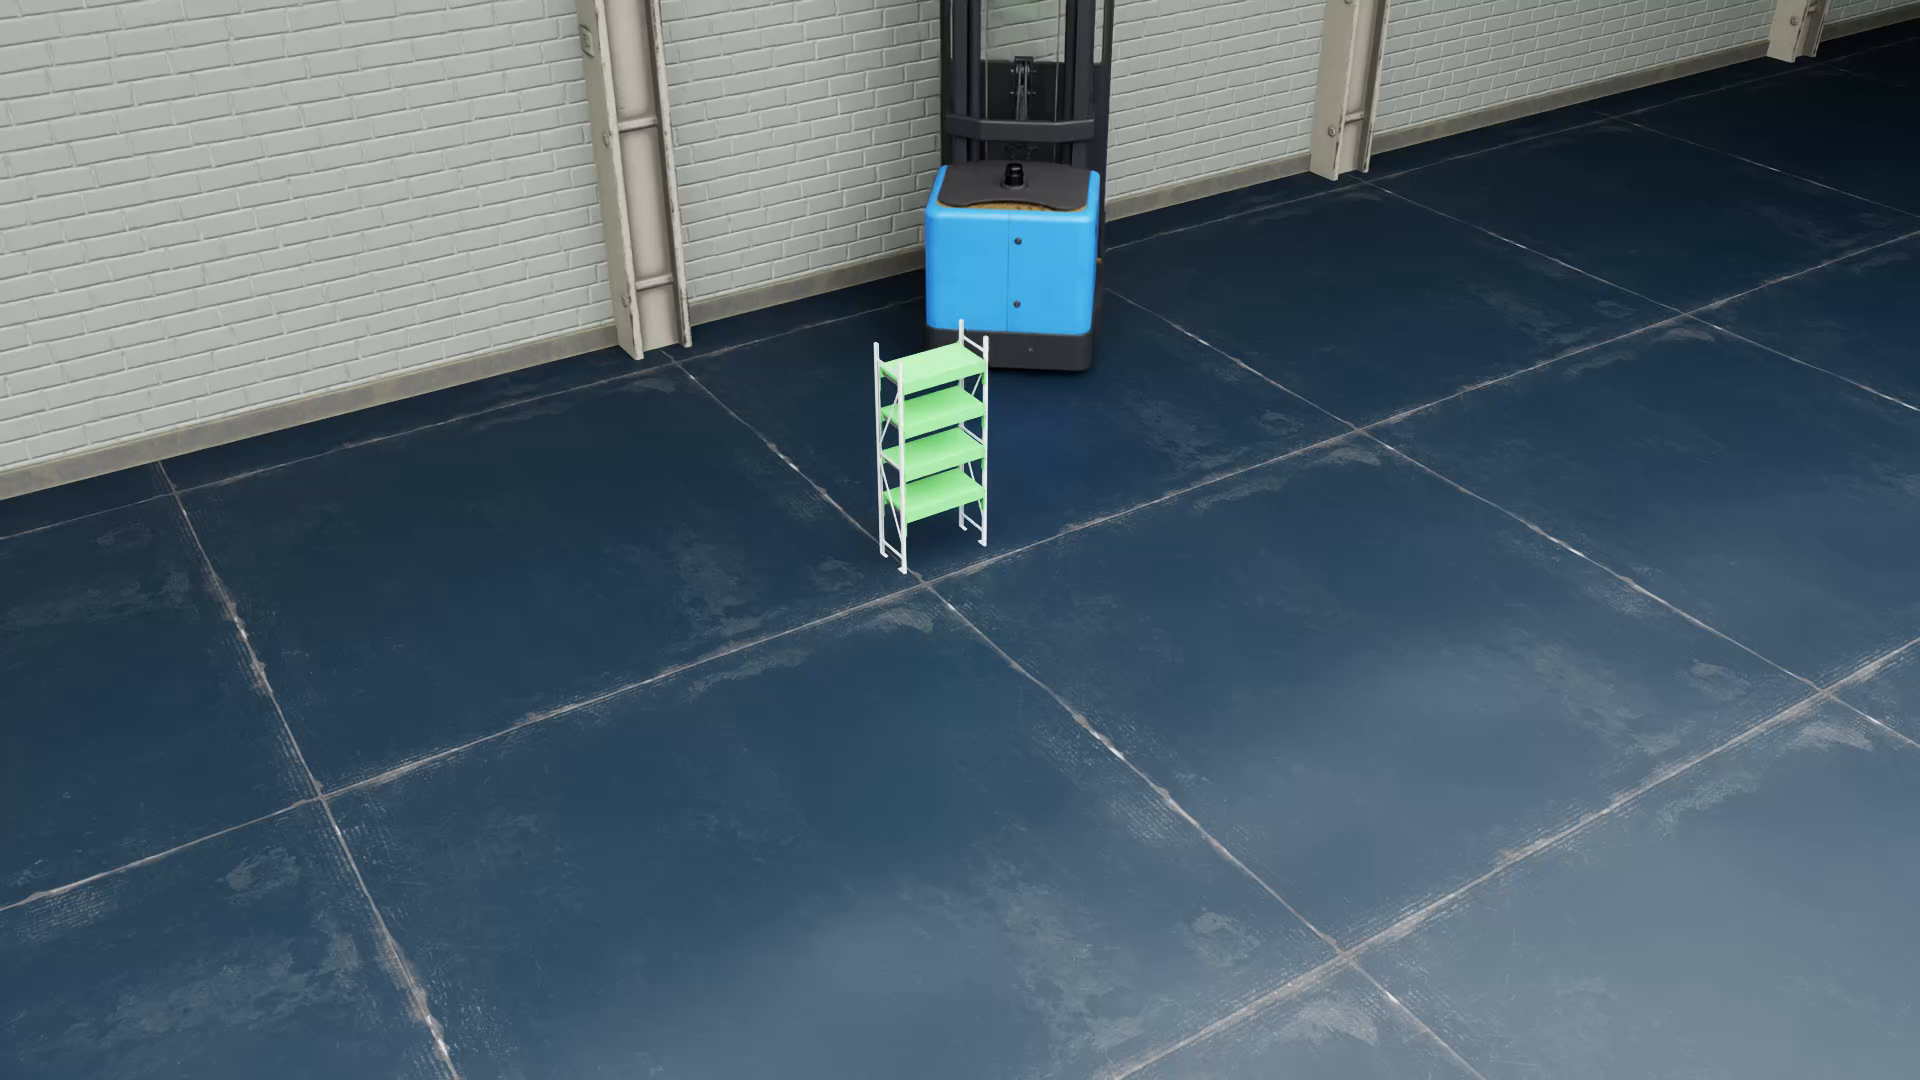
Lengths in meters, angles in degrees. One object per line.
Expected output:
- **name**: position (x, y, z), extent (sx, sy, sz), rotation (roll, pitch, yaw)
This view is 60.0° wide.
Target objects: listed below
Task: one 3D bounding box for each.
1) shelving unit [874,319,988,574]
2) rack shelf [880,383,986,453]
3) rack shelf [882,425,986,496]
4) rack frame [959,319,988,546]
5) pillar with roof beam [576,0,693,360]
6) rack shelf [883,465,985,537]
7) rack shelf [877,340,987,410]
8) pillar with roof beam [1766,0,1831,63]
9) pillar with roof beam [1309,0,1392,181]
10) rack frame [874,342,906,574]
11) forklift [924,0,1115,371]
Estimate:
- **shelving unit**: position (-0.139, -0.460, 8.354), extent (0.503, 1.200, 0.258), rotation (-19, 37, -27)
- **rack shelf**: position (-0.139, -0.609, 8.260), extent (0.480, 0.148, 0.258), rotation (-19, 37, -27)
- **rack shelf**: position (-0.139, -0.406, 8.388), extent (0.480, 0.148, 0.258), rotation (-19, 37, -27)
- **rack frame**: position (0.066, -0.530, 8.466), extent (0.015, 1.200, 0.240), rotation (-19, 37, -27)
- **pillar with roof beam**: position (0.357, -3.143, 5.298), extent (0.400, 9.000, 9.100), rotation (-19, 37, -27)
- **rack shelf**: position (-0.139, -0.203, 8.516), extent (0.480, 0.148, 0.258), rotation (-19, 37, -27)
- **rack shelf**: position (-0.139, -0.812, 8.132), extent (0.480, 0.148, 0.258), rotation (-19, 37, -27)
- **pillar with roof beam**: position (10.443, -6.612, 10.797), extent (0.400, 9.000, 9.100), rotation (-19, 37, -27)
- **pillar with roof beam**: position (5.400, -4.877, 8.048), extent (0.400, 9.000, 9.100), rotation (-19, 37, -27)
- **rack frame**: position (-0.344, -0.389, 8.242), extent (0.015, 1.200, 0.240), rotation (-19, 37, -27)
- **forklift**: position (0.444, -3.050, 10.838), extent (1.130, 2.935, 3.031), rotation (3, 32, 5)
